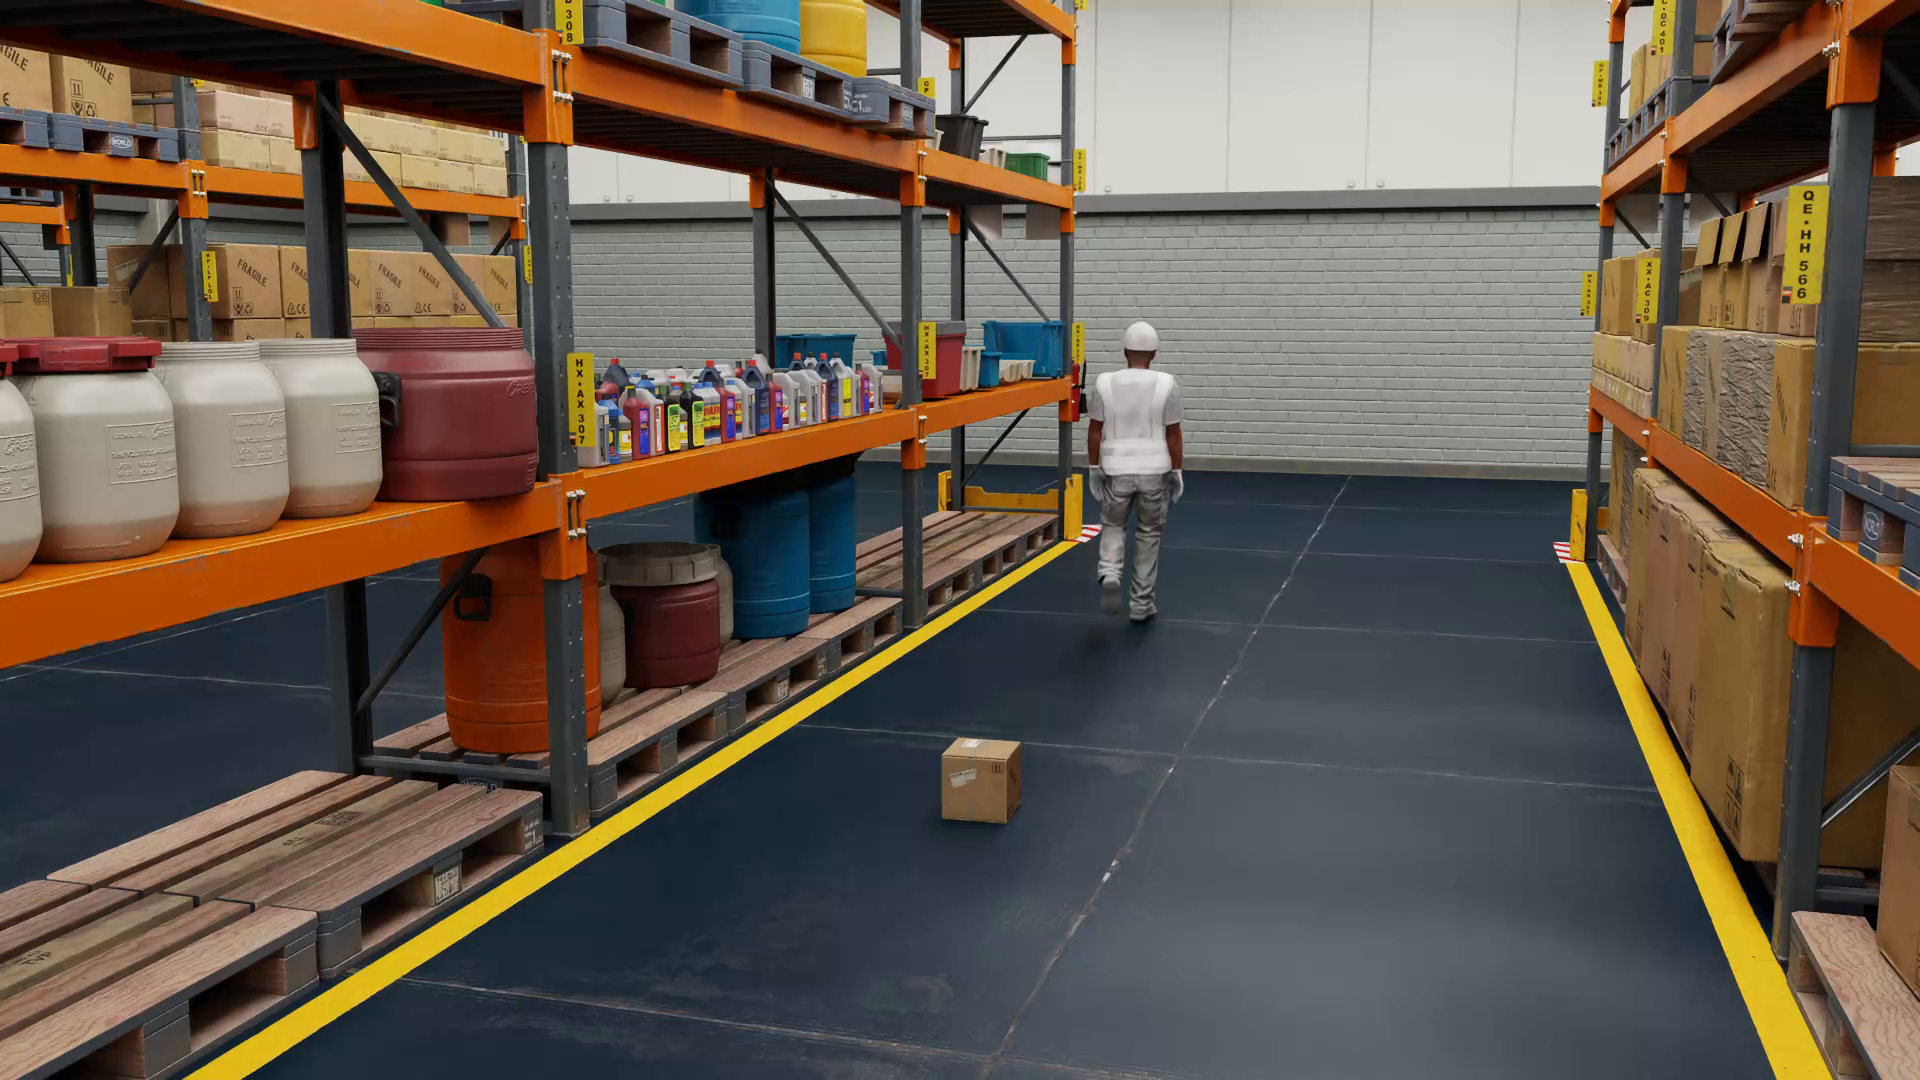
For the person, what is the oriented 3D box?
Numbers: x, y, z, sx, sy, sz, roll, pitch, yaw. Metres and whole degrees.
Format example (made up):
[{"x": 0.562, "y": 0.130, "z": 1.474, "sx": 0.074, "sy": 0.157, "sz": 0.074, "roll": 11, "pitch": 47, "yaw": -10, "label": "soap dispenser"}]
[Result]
[{"x": 1.043, "y": -0.432, "z": 9.863, "sx": 0.560, "sy": 1.712, "sz": 0.481, "roll": 2, "pitch": 8, "yaw": 14, "label": "person"}]
